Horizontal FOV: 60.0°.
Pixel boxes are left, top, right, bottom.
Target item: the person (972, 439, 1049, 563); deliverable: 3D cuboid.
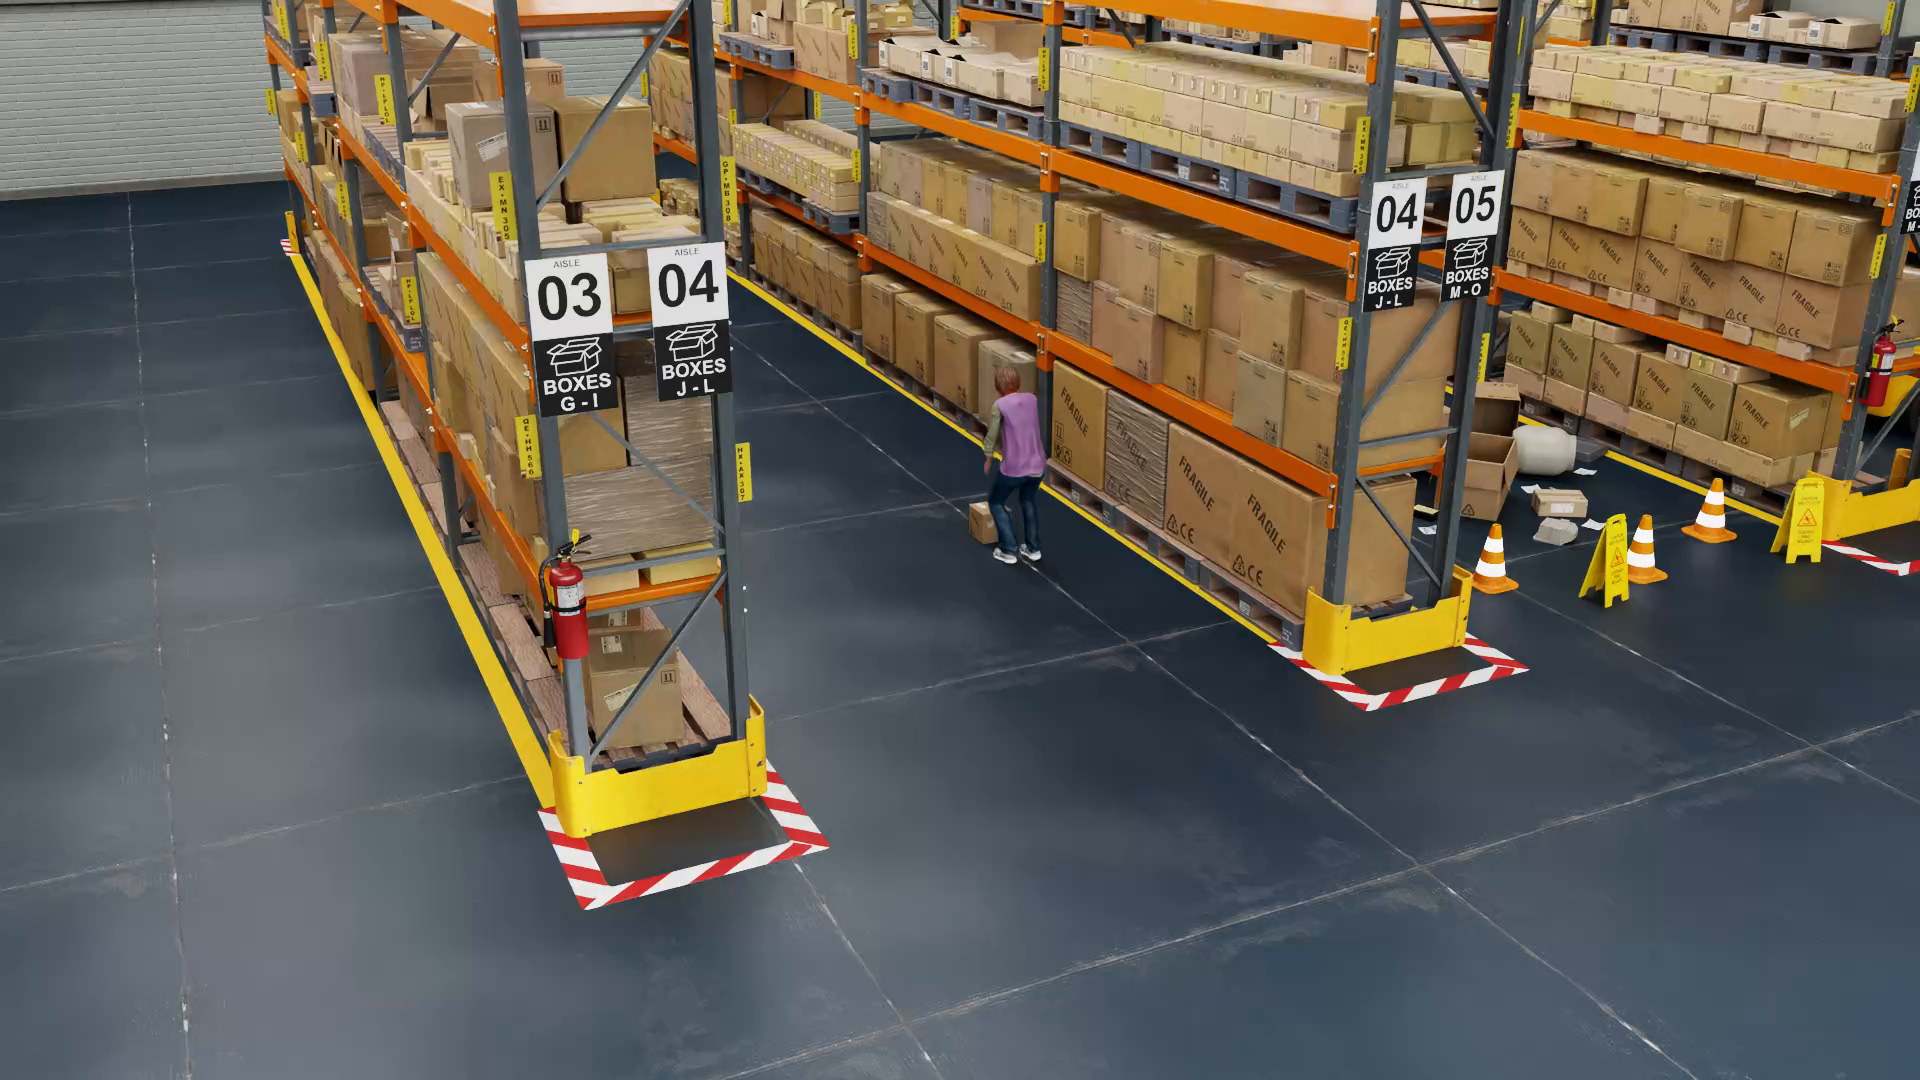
[{"bbox_3d":[0.360,-0.338,12.727,0.414,0.898,0.863,-12,25,-26],"label":"person"}]
